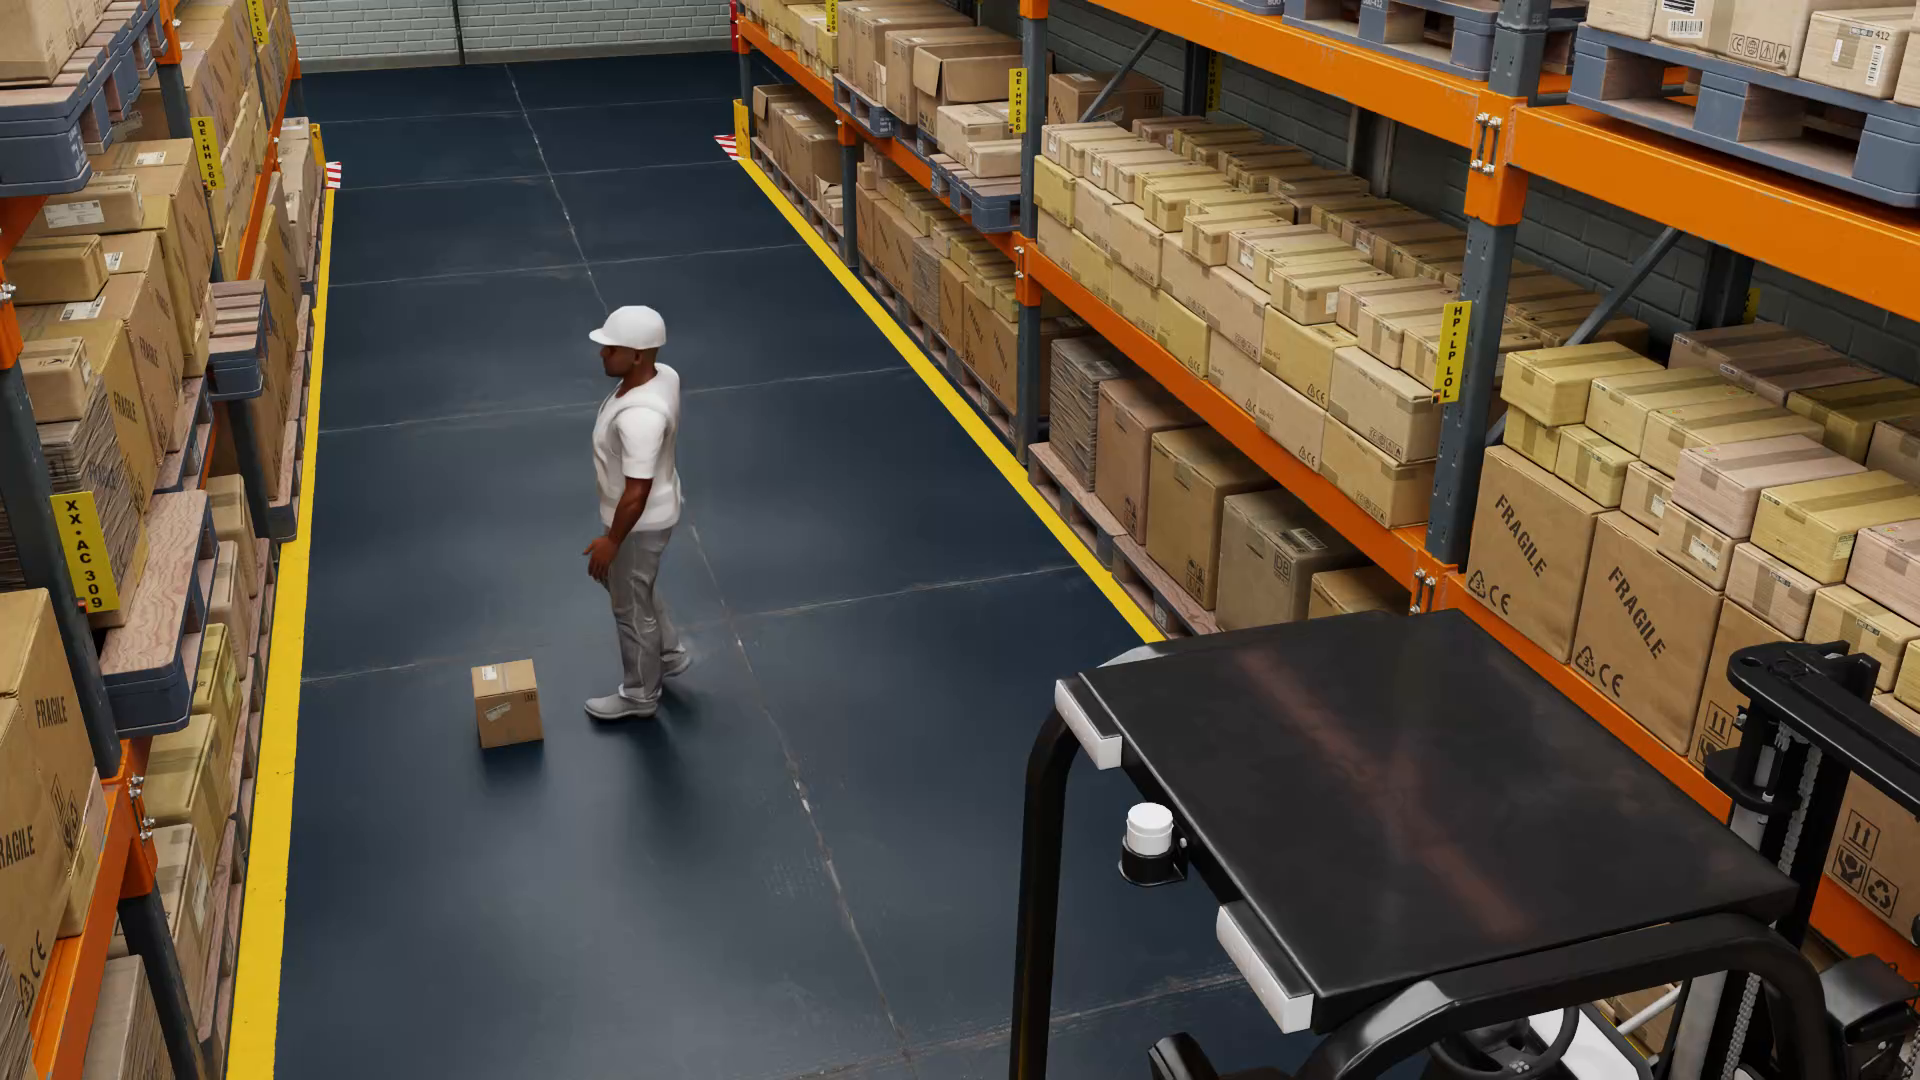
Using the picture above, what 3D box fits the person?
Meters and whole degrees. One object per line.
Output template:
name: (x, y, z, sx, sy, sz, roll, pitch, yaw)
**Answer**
person: (-1.349, -0.082, 6.733, 0.487, 1.808, 0.616, -2, 26, -4)
